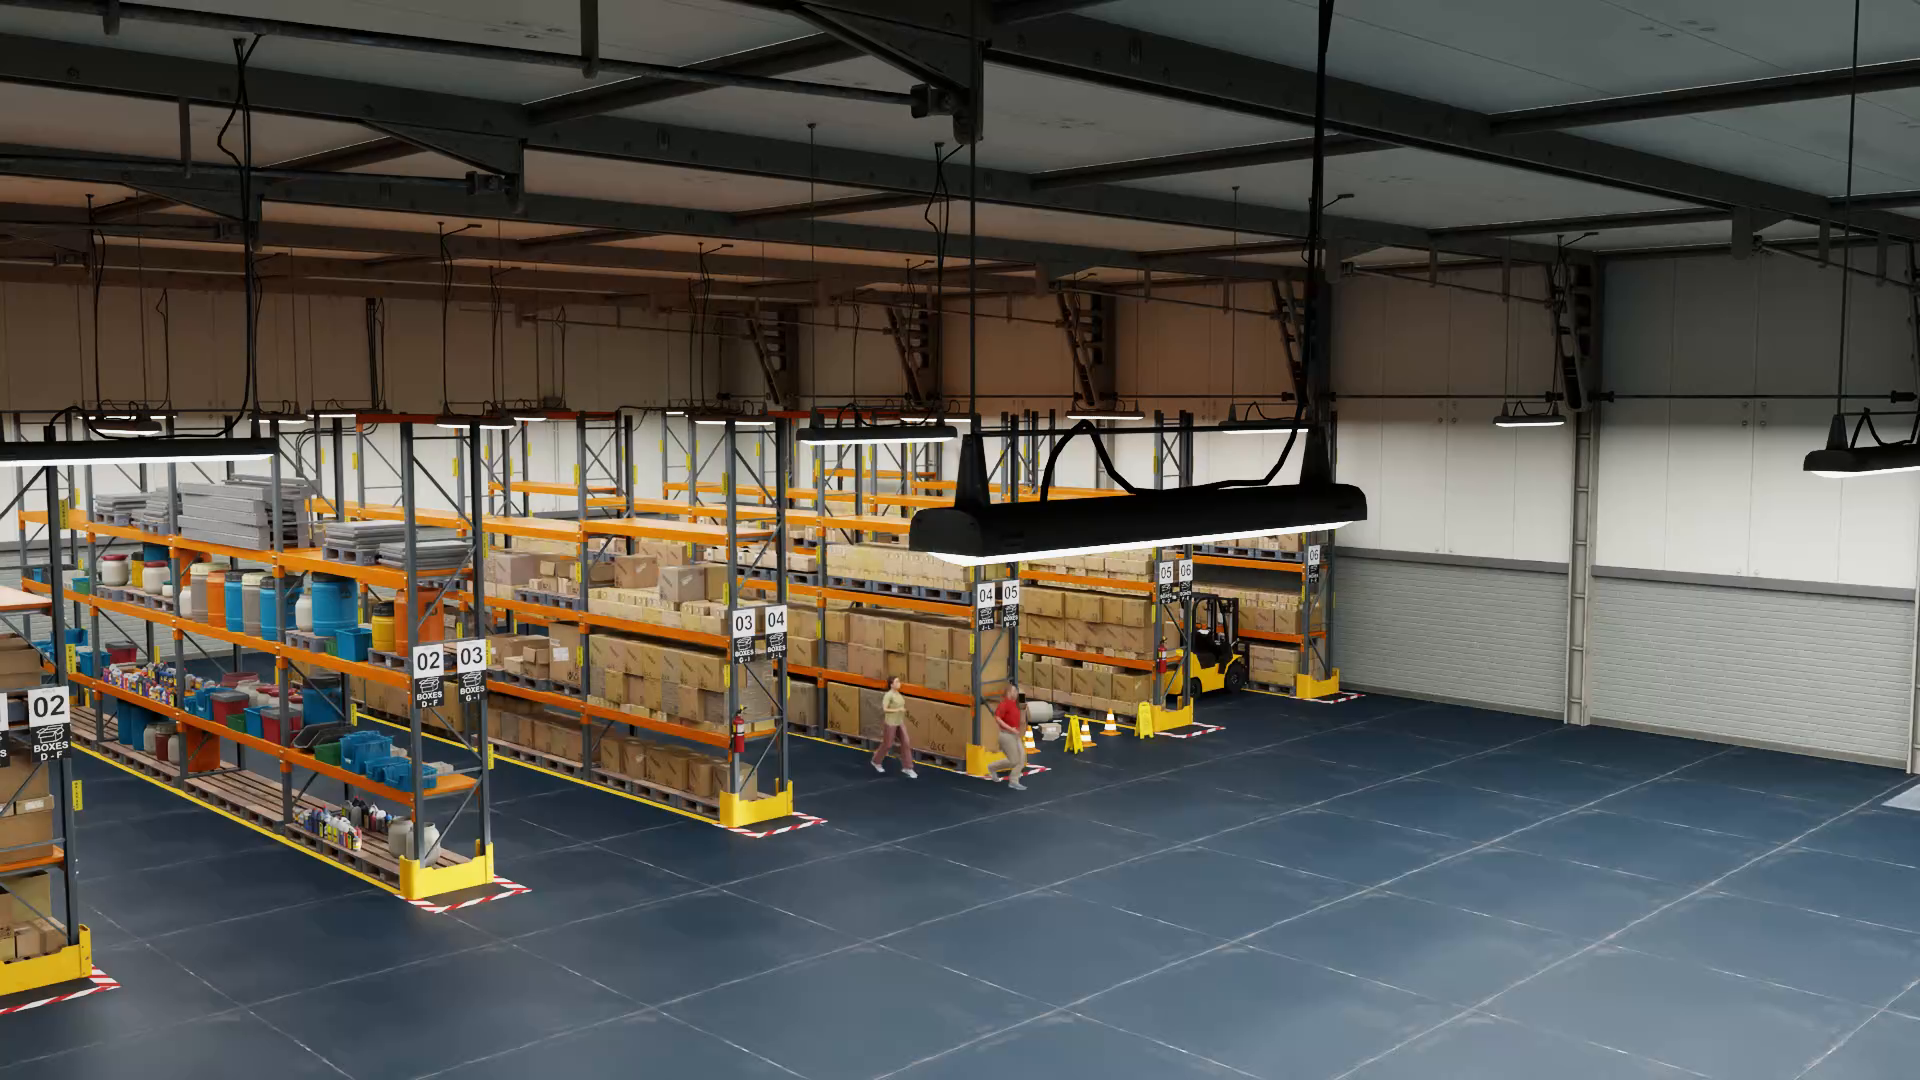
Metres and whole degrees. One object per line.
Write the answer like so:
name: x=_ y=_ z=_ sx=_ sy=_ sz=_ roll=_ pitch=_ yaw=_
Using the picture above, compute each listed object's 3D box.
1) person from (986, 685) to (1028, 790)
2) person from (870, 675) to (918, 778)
person: x=0.764 y=3.177 z=26.796 sx=0.666 sy=1.703 sz=0.700 roll=2 pitch=5 yaw=23
person: x=-1.124 y=3.082 z=27.626 sx=0.891 sy=1.701 sz=0.571 roll=4 pitch=6 yaw=35
